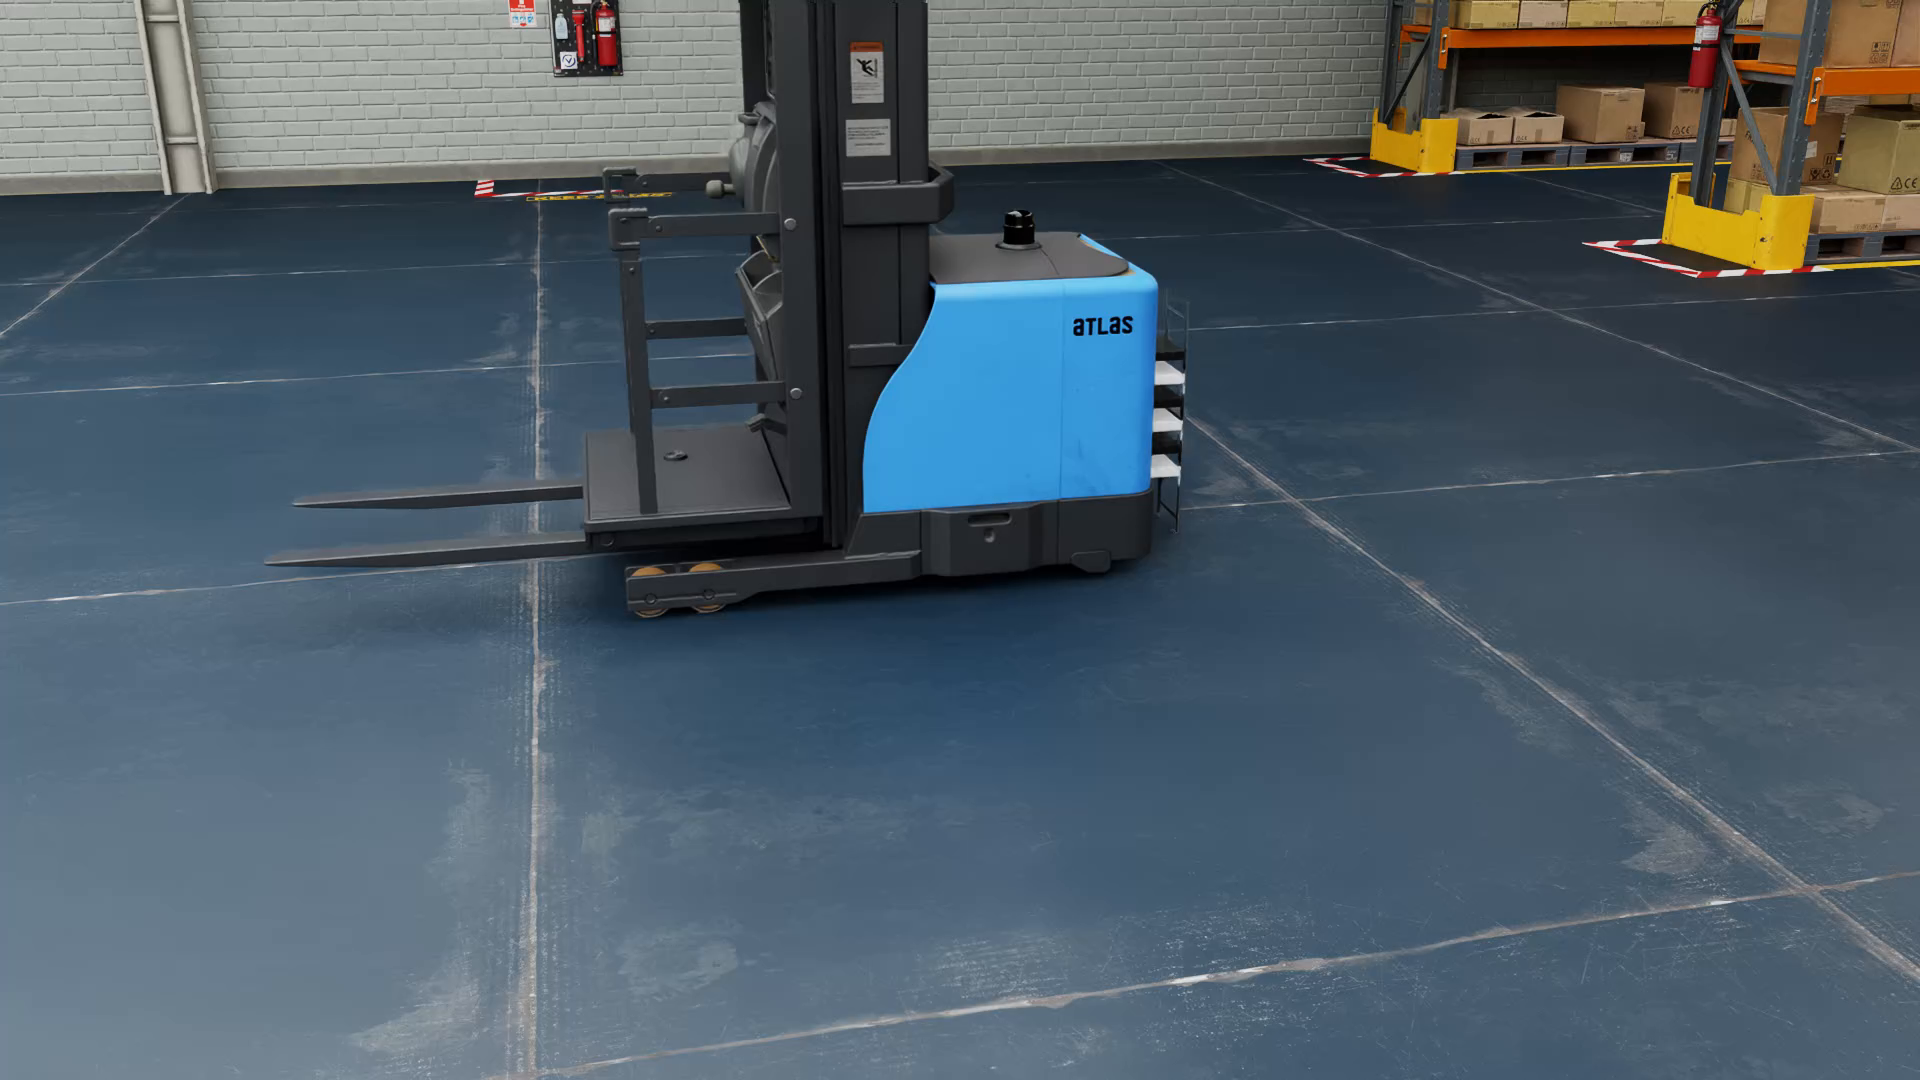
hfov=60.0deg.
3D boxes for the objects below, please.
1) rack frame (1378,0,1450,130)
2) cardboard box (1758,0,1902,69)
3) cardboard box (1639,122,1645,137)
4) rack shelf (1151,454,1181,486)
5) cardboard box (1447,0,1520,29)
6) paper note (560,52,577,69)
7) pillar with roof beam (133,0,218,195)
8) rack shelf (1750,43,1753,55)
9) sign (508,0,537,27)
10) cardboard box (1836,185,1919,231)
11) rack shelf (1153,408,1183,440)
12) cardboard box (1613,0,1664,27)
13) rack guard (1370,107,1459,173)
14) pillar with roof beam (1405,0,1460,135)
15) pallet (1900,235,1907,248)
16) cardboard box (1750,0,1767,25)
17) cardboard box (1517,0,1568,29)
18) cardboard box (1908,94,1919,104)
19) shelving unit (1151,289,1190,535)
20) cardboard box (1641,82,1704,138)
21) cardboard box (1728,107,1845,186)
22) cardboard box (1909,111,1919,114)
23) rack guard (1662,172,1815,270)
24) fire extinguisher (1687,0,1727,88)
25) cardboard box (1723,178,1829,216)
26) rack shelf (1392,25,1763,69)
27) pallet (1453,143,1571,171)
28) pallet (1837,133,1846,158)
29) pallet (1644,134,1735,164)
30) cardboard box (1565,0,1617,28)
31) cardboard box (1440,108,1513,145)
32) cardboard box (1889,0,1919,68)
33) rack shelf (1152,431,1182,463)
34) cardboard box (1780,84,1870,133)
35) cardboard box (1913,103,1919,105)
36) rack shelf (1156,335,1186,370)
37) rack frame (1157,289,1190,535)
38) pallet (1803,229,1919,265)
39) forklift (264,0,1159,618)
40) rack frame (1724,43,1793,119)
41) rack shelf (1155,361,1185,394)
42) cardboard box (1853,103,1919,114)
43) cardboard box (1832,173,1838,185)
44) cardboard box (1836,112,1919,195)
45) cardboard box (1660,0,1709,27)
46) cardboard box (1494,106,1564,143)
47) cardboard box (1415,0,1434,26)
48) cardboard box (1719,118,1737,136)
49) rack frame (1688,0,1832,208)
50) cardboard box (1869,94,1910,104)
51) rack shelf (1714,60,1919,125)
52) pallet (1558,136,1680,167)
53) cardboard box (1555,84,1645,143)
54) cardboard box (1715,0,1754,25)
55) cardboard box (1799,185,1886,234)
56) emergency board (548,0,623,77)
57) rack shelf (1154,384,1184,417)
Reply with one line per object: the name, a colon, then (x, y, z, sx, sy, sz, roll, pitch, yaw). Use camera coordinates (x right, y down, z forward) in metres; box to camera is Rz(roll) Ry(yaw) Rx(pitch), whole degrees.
rack frame: (4.377, -5.109, 15.900, 0.127, 3.000, 1.000, -5, 21, -12)
cardboard box: (5.978, -3.530, 11.446, 0.500, 0.500, 0.700, -5, 21, -12)
cardboard box: (6.708, -4.173, 16.852, 0.250, 0.149, 0.380, -6, 21, -17)
rack shelf: (0.709, -0.276, 6.379, 0.200, 0.077, 0.258, -4, 21, -12)
cardboard box: (4.925, -4.980, 15.738, 0.500, 0.250, 0.500, -5, 21, -14)
paper note: (-3.582, -4.391, 15.223, 0.142, 0.148, 0.016, -5, 21, -12)
pillar with roof beam: (-5.828, -5.880, 9.283, 0.400, 9.000, 9.100, -5, 21, -12)
rack shelf: (10.216, -5.246, 17.320, 4.000, 0.370, 1.077, -5, 21, -12)
sign: (-3.956, -4.803, 15.015, 0.234, 0.329, 0.001, -5, 21, -12)
cardboard box: (6.579, -2.366, 11.799, 0.500, 0.250, 0.500, -5, 21, -12)
rack shelf: (0.709, -0.445, 6.317, 0.200, 0.077, 0.258, -4, 21, -12)
cardboard box: (6.416, -5.104, 16.075, 0.500, 0.250, 0.500, -4, 21, -12)
rack guard: (4.451, -3.941, 16.346, 0.348, 0.500, 1.175, -5, 21, -12)
pillar with roof beam: (5.850, -6.830, 11.876, 0.400, 9.000, 9.100, -5, 21, -12)
pallet: (7.440, -2.311, 12.318, 1.213, 0.211, 1.003, -5, 21, -12)
cardboard box: (7.878, -5.225, 16.407, 0.500, 0.250, 0.500, -5, 21, -12)
cardboard box: (5.427, -5.026, 15.863, 0.500, 0.250, 0.500, -5, 21, -14)
cardboard box: (9.979, -4.607, 17.524, 0.500, 0.500, 0.700, -4, 21, -12)
shelving unit: (0.709, -0.476, 6.306, 0.210, 0.900, 0.258, -4, 21, -12)
cardboard box: (7.269, -4.363, 16.858, 0.500, 0.500, 0.500, -6, 21, -17)
cardboard box: (5.974, -2.851, 12.034, 0.500, 0.500, 0.500, -5, 21, -12)
cardboard box: (7.063, -2.761, 11.788, 0.500, 0.500, 0.500, -5, 21, -12)
rack guard: (5.497, -2.275, 11.799, 0.348, 0.500, 1.175, -5, 21, -12)
fire extinguisher: (5.298, -3.561, 11.786, 0.183, 0.674, 0.296, -5, 21, -12)
cardboard box: (5.974, -2.498, 12.161, 0.500, 0.250, 0.500, -5, 21, -12)
rack shelf: (6.323, -4.929, 16.456, 4.000, 0.370, 1.077, -5, 21, -12)
pallet: (5.249, -3.858, 16.539, 1.213, 0.211, 1.003, -5, 21, -12)
pallet: (9.027, -4.178, 17.414, 1.213, 0.211, 1.003, -5, 21, -12)
pallet: (7.624, -4.051, 17.067, 1.213, 0.211, 1.003, -5, 21, -12)
cardboard box: (5.924, -5.064, 15.968, 0.500, 0.250, 0.500, -5, 21, -13)
cardboard box: (5.071, -4.077, 16.354, 0.500, 0.311, 0.500, -7, 21, -19)
cardboard box: (6.488, -3.574, 11.564, 0.500, 0.500, 0.700, -4, 21, -11)
rack shelf: (0.709, -0.360, 6.348, 0.200, 0.077, 0.258, -4, 21, -12)
cardboard box: (8.982, -4.522, 17.293, 0.500, 0.500, 0.700, -4, 20, -11)
cardboard box: (7.430, -2.974, 12.370, 0.500, 0.500, 0.500, -5, 21, -12)
rack shelf: (0.709, -0.698, 6.225, 0.200, 0.077, 0.258, -4, 21, -12)
rack frame: (0.808, -0.484, 6.326, 0.006, 0.900, 0.240, -4, 21, -12)
pallet: (6.255, -2.216, 12.057, 1.213, 0.211, 1.003, -5, 21, -12)
forklift: (-0.879, -1.314, 5.640, 3.031, 2.935, 1.130, -4, 21, -12)
rack frame: (8.269, -5.425, 16.764, 0.127, 3.000, 1.000, -5, 21, -12)
rack shelf: (0.709, -0.614, 6.256, 0.200, 0.077, 0.258, -4, 21, -12)
cardboard box: (6.944, -2.935, 12.263, 0.500, 0.500, 0.500, -5, 21, -12)
cardboard box: (6.458, -2.542, 12.280, 0.500, 0.250, 0.500, -5, 21, -12)
cardboard box: (6.580, -2.717, 11.668, 0.500, 0.500, 0.500, -5, 21, -12)
cardboard box: (6.906, -5.144, 16.184, 0.500, 0.250, 0.500, -5, 21, -13)
cardboard box: (5.626, -4.123, 16.477, 0.500, 0.311, 0.500, -3, 20, -8)
cardboard box: (4.787, -5.150, 16.201, 0.500, 0.250, 0.500, -4, 21, -12)
cardboard box: (7.756, -4.249, 17.033, 0.250, 0.166, 0.380, -7, 21, -20)
rack frame: (5.520, -3.451, 11.374, 0.127, 3.000, 1.000, -5, 21, -12)
cardboard box: (9.473, -4.580, 17.450, 0.500, 0.500, 0.700, -5, 21, -14)
rack shelf: (7.467, -3.271, 11.930, 4.000, 0.370, 1.077, -5, 21, -12)
pallet: (6.434, -3.953, 16.800, 1.213, 0.211, 1.003, -5, 21, -12)
cardboard box: (6.351, -4.253, 16.558, 0.500, 0.500, 0.700, -6, 21, -16)
cardboard box: (7.391, -5.189, 16.307, 0.500, 0.250, 0.500, -5, 21, -12)
cardboard box: (6.093, -2.325, 11.688, 0.500, 0.250, 0.500, -5, 21, -12)
emergency board: (-3.394, -4.796, 15.046, 0.643, 1.169, 0.194, -5, 21, -12)
rack shelf: (0.709, -0.529, 6.286, 0.200, 0.077, 0.258, -4, 21, -12)
